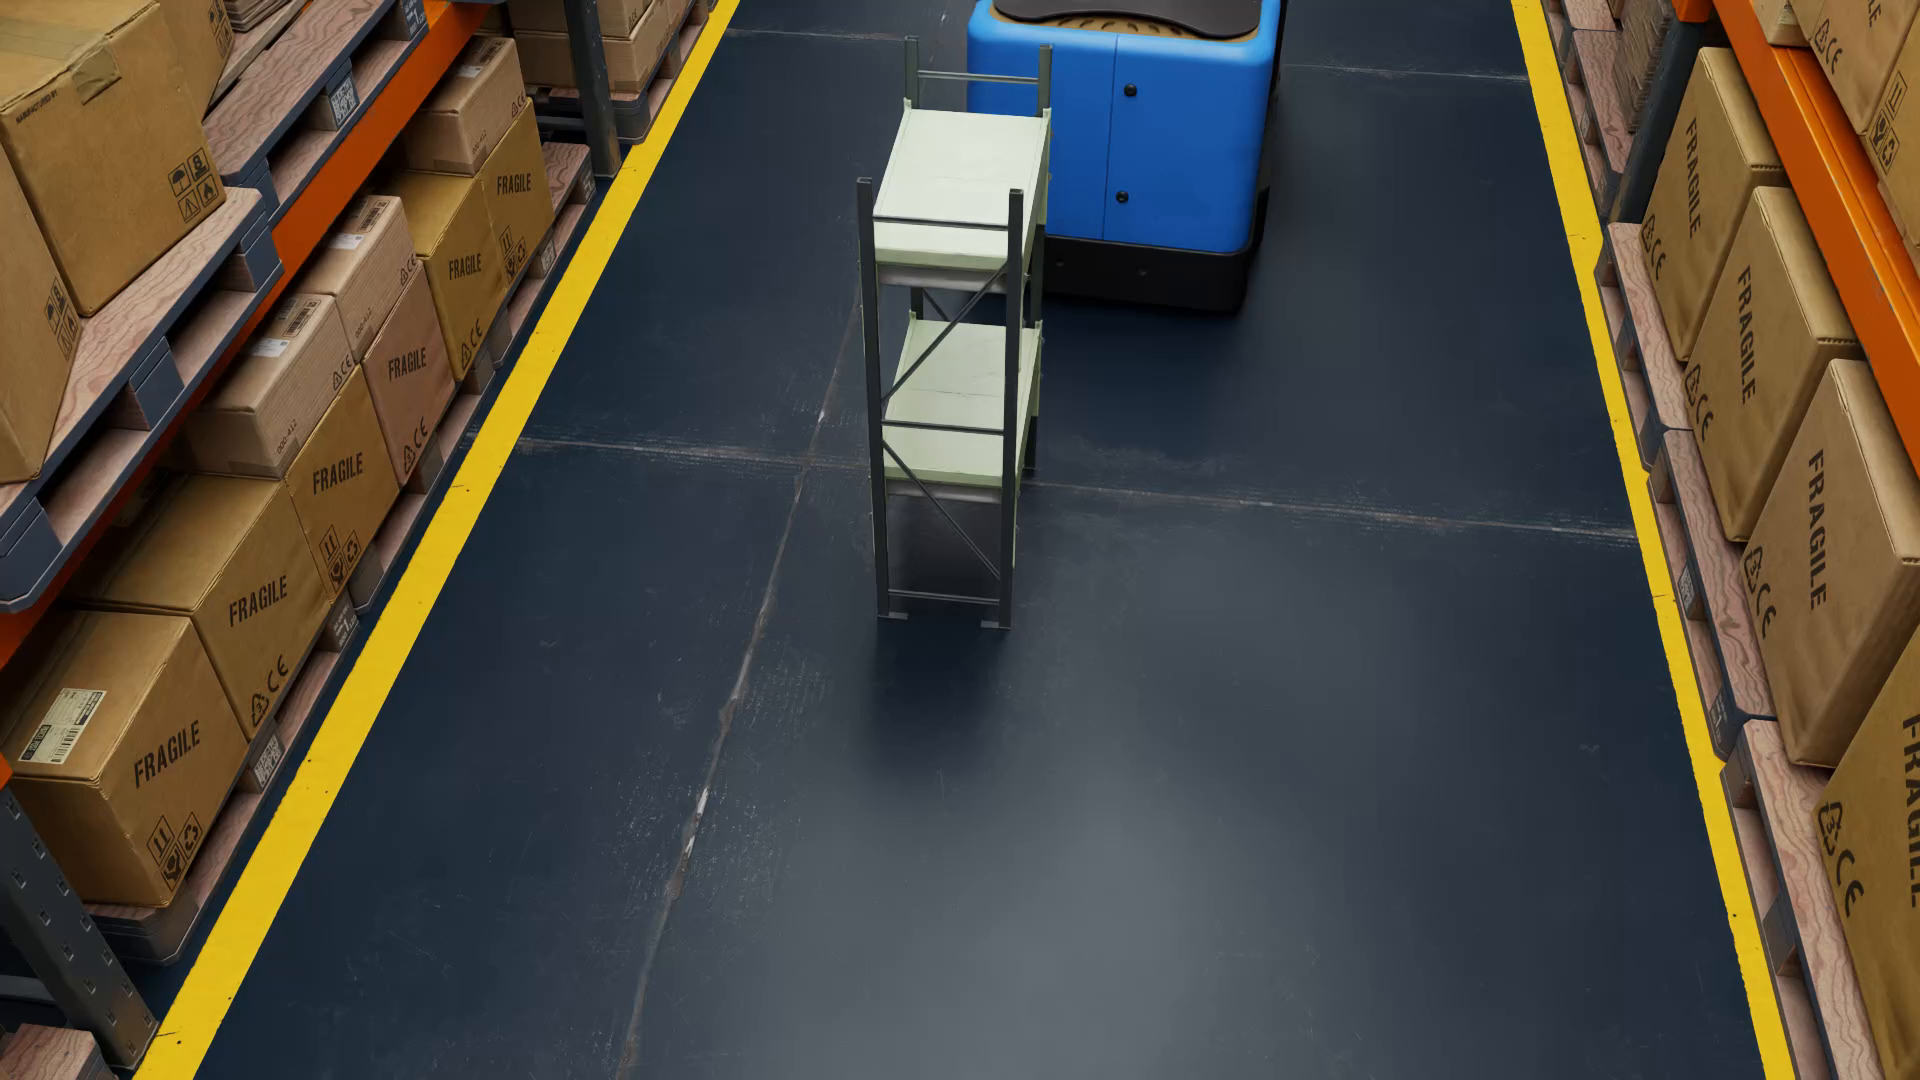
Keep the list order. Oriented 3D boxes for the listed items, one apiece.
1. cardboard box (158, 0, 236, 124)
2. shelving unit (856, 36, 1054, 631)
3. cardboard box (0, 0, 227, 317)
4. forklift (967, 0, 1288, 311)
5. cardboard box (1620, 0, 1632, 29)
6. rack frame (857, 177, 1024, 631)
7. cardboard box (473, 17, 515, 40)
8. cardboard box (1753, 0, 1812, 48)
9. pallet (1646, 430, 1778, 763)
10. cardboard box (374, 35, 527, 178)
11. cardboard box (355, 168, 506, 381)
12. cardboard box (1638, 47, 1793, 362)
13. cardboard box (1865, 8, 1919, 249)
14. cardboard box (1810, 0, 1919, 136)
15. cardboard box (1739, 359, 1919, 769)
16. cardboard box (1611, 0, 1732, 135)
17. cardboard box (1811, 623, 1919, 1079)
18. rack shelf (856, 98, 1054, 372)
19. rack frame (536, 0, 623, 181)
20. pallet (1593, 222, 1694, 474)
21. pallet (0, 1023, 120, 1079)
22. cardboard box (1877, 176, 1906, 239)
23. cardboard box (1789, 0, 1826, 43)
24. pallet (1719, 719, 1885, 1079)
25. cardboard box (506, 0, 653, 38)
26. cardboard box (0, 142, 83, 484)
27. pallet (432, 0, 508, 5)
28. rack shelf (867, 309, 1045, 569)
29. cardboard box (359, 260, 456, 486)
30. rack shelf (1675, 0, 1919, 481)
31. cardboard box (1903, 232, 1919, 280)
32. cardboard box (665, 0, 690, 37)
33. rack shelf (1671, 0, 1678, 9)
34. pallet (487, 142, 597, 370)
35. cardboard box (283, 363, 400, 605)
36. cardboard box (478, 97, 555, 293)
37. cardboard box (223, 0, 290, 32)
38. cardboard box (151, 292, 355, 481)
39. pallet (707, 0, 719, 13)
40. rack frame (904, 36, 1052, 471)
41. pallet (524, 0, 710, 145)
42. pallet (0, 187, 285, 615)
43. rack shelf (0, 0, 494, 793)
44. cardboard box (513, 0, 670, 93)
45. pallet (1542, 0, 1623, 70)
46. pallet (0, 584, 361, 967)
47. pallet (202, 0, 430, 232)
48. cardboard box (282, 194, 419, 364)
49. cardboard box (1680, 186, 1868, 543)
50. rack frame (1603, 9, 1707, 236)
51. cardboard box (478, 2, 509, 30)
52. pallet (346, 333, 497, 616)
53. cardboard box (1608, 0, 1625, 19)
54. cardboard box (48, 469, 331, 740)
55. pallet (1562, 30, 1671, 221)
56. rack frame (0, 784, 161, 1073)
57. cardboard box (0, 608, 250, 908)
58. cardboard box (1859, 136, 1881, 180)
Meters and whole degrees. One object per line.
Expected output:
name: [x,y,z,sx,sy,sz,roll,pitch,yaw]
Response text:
cardboard box: [-2.259,-1.319,4.084,0.700,0.500,0.500,-5,44,-5]
shelving unit: [0.001,-0.549,4.739,0.431,1.500,0.755,5,44,6]
cardboard box: [-2.119,-0.887,3.627,0.700,0.500,0.500,12,45,12]
forklift: [0.796,-2.919,6.201,1.130,2.935,3.031,8,44,8]
cardboard box: [3.235,-2.287,6.982,0.700,0.500,0.500,5,44,5]
rack frame: [-0.048,-0.300,4.476,0.400,1.500,0.023,5,44,6]
cardboard box: [-2.075,-2.182,7.067,0.500,0.250,0.500,6,44,7]
cardboard box: [2.574,-1.568,4.892,0.380,0.149,0.250,6,44,7]
pallet: [2.665,0.173,4.914,1.003,0.211,1.213,5,44,6]
cardboard box: [-1.797,-1.474,5.578,0.500,0.250,0.500,7,44,7]
cardboard box: [-1.863,-0.888,5.504,0.500,0.500,0.500,4,44,4]
cardboard box: [2.781,-1.082,5.469,0.750,0.750,0.750,5,44,5]
cardboard box: [2.484,-0.993,3.814,0.500,0.500,0.500,6,44,7]
cardboard box: [2.545,-1.349,4.189,0.500,0.500,0.500,5,44,5]
cardboard box: [2.551,0.094,4.227,0.750,0.750,0.750,6,44,7]
cardboard box: [3.051,-1.947,6.622,0.700,0.500,0.500,6,44,6]
cardboard box: [2.436,0.700,3.587,0.750,0.750,0.750,6,44,6]
rack shelf: [0.001,-0.833,4.471,0.431,0.370,0.720,5,44,6]
rack frame: [-1.903,-2.647,5.864,1.000,3.000,0.127,5,44,6]
pallet: [2.829,-0.656,5.790,1.003,0.211,1.213,5,44,6]
pallet: [-2.523,1.560,3.449,1.003,0.211,1.213,5,44,6]
cardboard box: [2.543,-0.866,4.151,0.380,0.149,0.250,5,44,6]
cardboard box: [2.612,-1.687,4.546,0.500,0.500,0.500,7,44,7]
pallet: [2.506,1.007,4.033,1.003,0.211,1.213,5,44,6]
cardboard box: [-1.542,-2.335,6.821,0.500,0.311,0.500,7,44,7]
cardboard box: [-2.147,-0.412,3.126,0.700,0.500,0.500,-8,44,-9]
pallet: [-1.923,-2.109,5.435,1.213,0.211,1.003,5,44,6]
rack shelf: [0.001,-0.312,4.963,0.431,0.370,0.720,5,44,6]
cardboard box: [-1.926,-0.529,5.126,0.500,0.500,0.500,4,44,4]
rack shelf: [2.743,-0.575,4.199,1.077,0.370,4.000,5,44,6]
cardboard box: [2.501,-0.687,3.962,0.380,0.149,0.250,7,44,7]
cardboard box: [-1.477,-2.474,7.376,0.500,0.250,0.500,4,44,4]
rack shelf: [3.272,-3.301,7.078,1.077,0.370,4.000,5,44,6]
pallet: [-2.039,-1.129,6.289,1.003,0.211,1.213,5,44,6]
cardboard box: [-1.993,-0.185,4.762,0.500,0.500,0.500,6,44,6]
cardboard box: [-1.794,-1.240,5.876,0.500,0.500,0.500,7,44,7]
cardboard box: [-2.185,-1.790,4.581,0.700,0.500,0.500,13,45,13]
cardboard box: [-1.994,-0.434,4.480,0.500,0.250,0.500,5,44,6]
pallet: [-1.592,-3.021,8.287,1.003,0.211,1.213,5,44,6]
rack frame: [0.049,-0.799,5.003,0.400,1.500,0.023,5,44,6]
pallet: [-1.755,-2.192,7.411,1.003,0.211,1.213,5,44,6]
pallet: [-2.218,-0.386,3.616,1.003,0.211,1.213,5,44,6]
rack shelf: [-2.167,-1.023,4.672,1.077,0.370,4.000,5,44,6]
cardboard box: [-1.542,-2.131,7.014,0.500,0.250,0.500,5,44,5]
pallet: [3.276,-2.548,7.788,1.003,0.211,1.213,5,44,6]
pallet: [-2.362,0.534,4.533,1.003,0.211,1.213,5,44,6]
pallet: [-2.155,-1.252,4.530,1.003,0.211,1.213,5,44,6]
cardboard box: [-1.928,-0.776,4.841,0.500,0.250,0.500,4,44,5]
cardboard box: [2.658,-0.486,4.839,0.750,0.750,0.750,5,44,5]
rack frame: [3.008,-2.199,5.391,1.000,3.000,0.127,5,44,6]
cardboard box: [-2.078,-2.384,6.873,0.500,0.311,0.500,6,44,7]
pallet: [-2.203,-0.300,5.413,1.003,0.211,1.213,5,44,6]
cardboard box: [3.272,-2.628,7.342,0.700,0.500,0.500,5,44,5]
cardboard box: [-2.067,0.155,4.403,0.500,0.500,0.500,6,44,6]
pallet: [3.113,-1.719,6.912,1.003,0.211,1.213,5,44,6]
rack frame: [-2.432,0.079,2.985,1.000,3.000,0.127,5,44,6]
cardboard box: [-2.126,0.519,4.018,0.500,0.500,0.500,3,44,4]
cardboard box: [2.592,-1.033,4.327,0.380,0.149,0.250,6,44,6]
